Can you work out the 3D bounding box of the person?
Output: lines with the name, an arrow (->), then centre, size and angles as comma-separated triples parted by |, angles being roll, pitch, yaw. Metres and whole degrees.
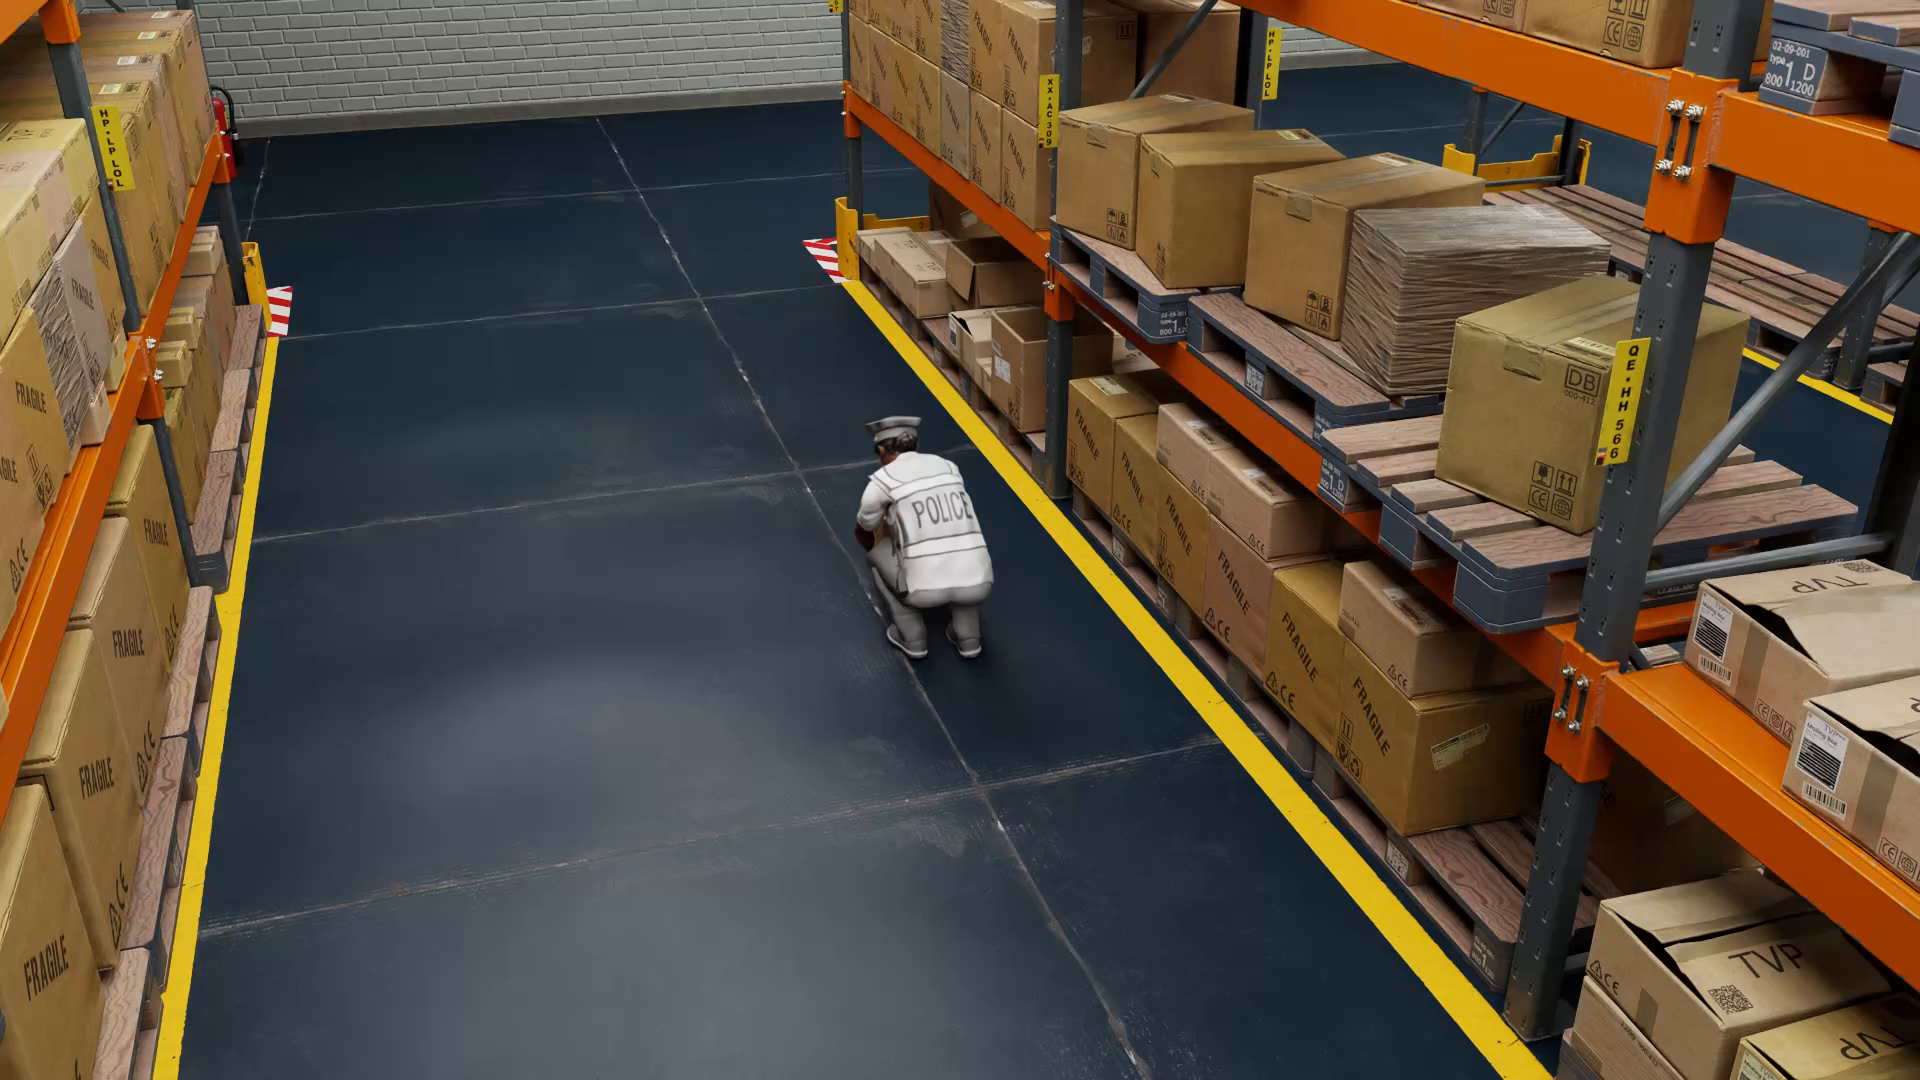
person -> -0.157, -0.021, 6.973 | 0.501, 0.948, 0.849 | -8, 28, -15
